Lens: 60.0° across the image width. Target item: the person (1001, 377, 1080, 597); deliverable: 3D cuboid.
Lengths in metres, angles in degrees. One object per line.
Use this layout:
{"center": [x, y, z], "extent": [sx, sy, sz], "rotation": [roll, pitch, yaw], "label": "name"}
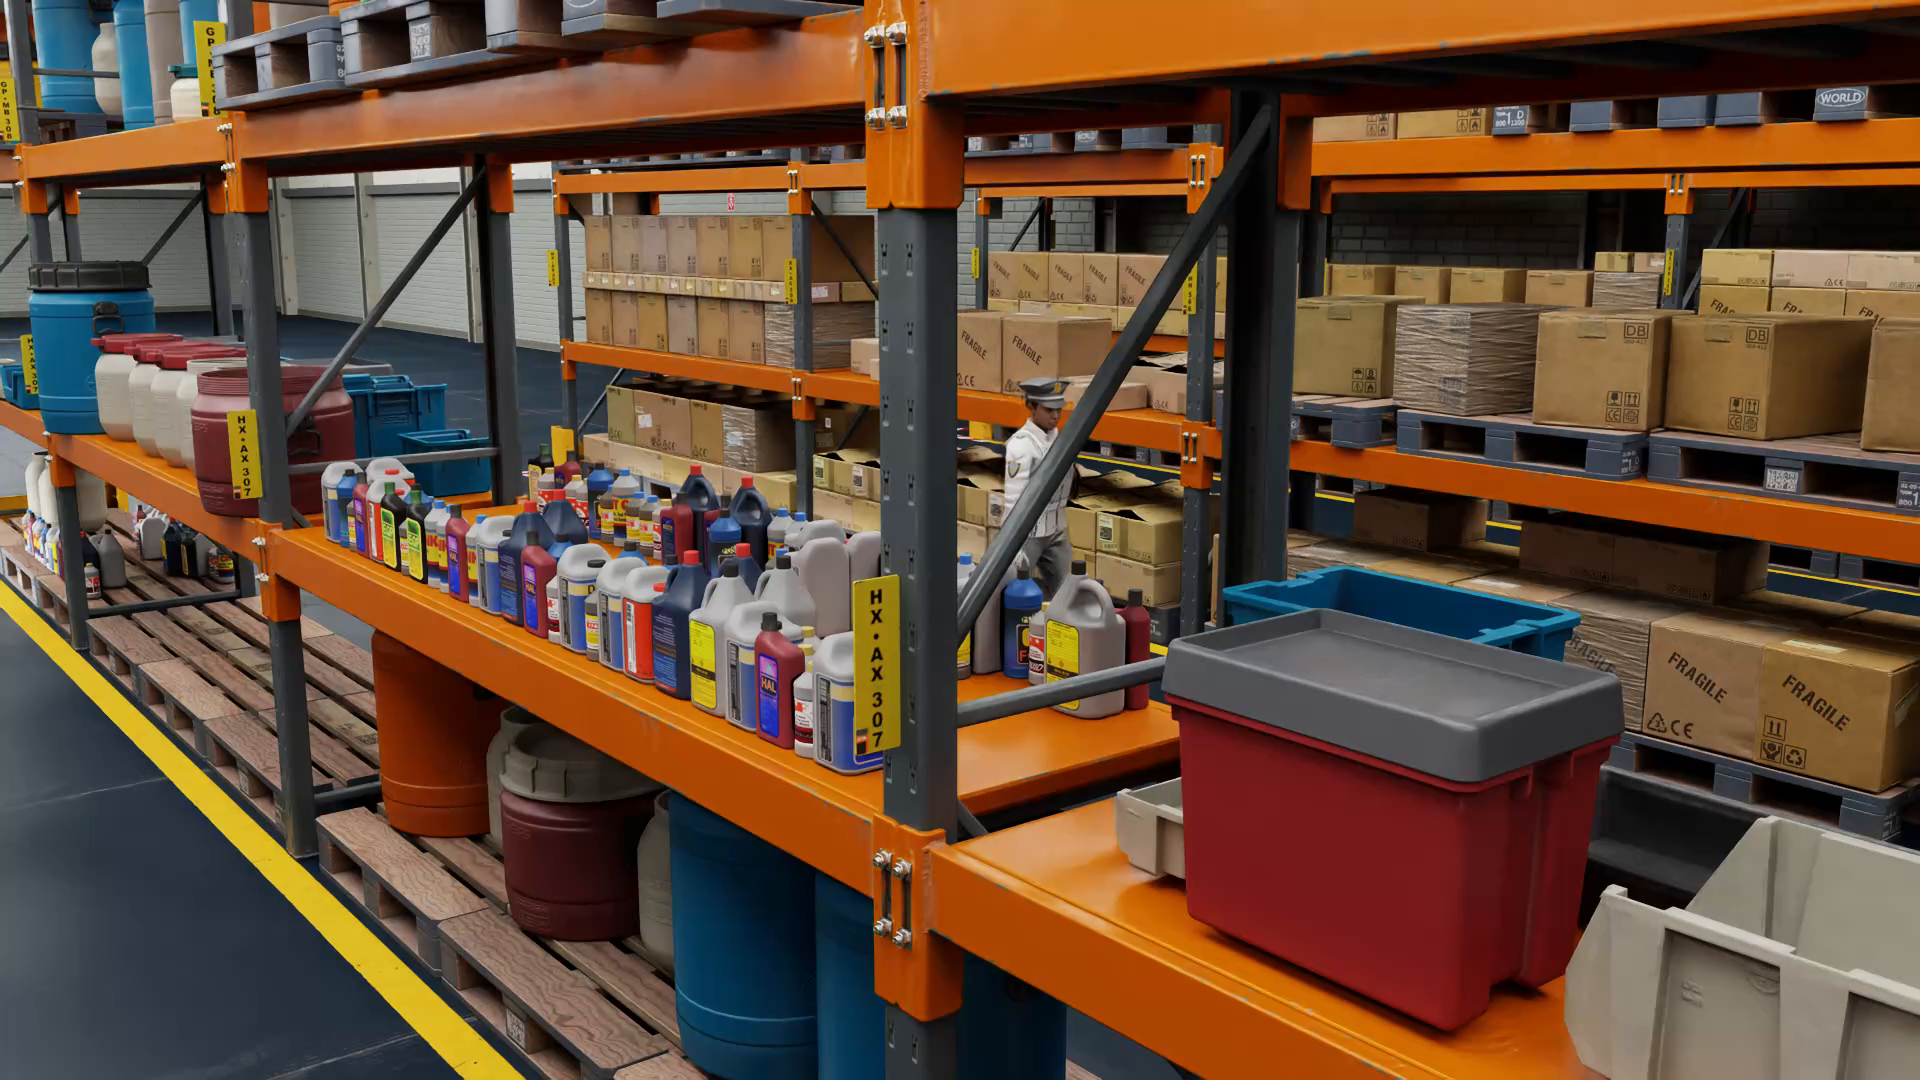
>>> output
{"center": [0.405, -0.012, 8.485], "extent": [0.741, 1.651, 0.561], "rotation": [7, 13, 32], "label": "person"}
